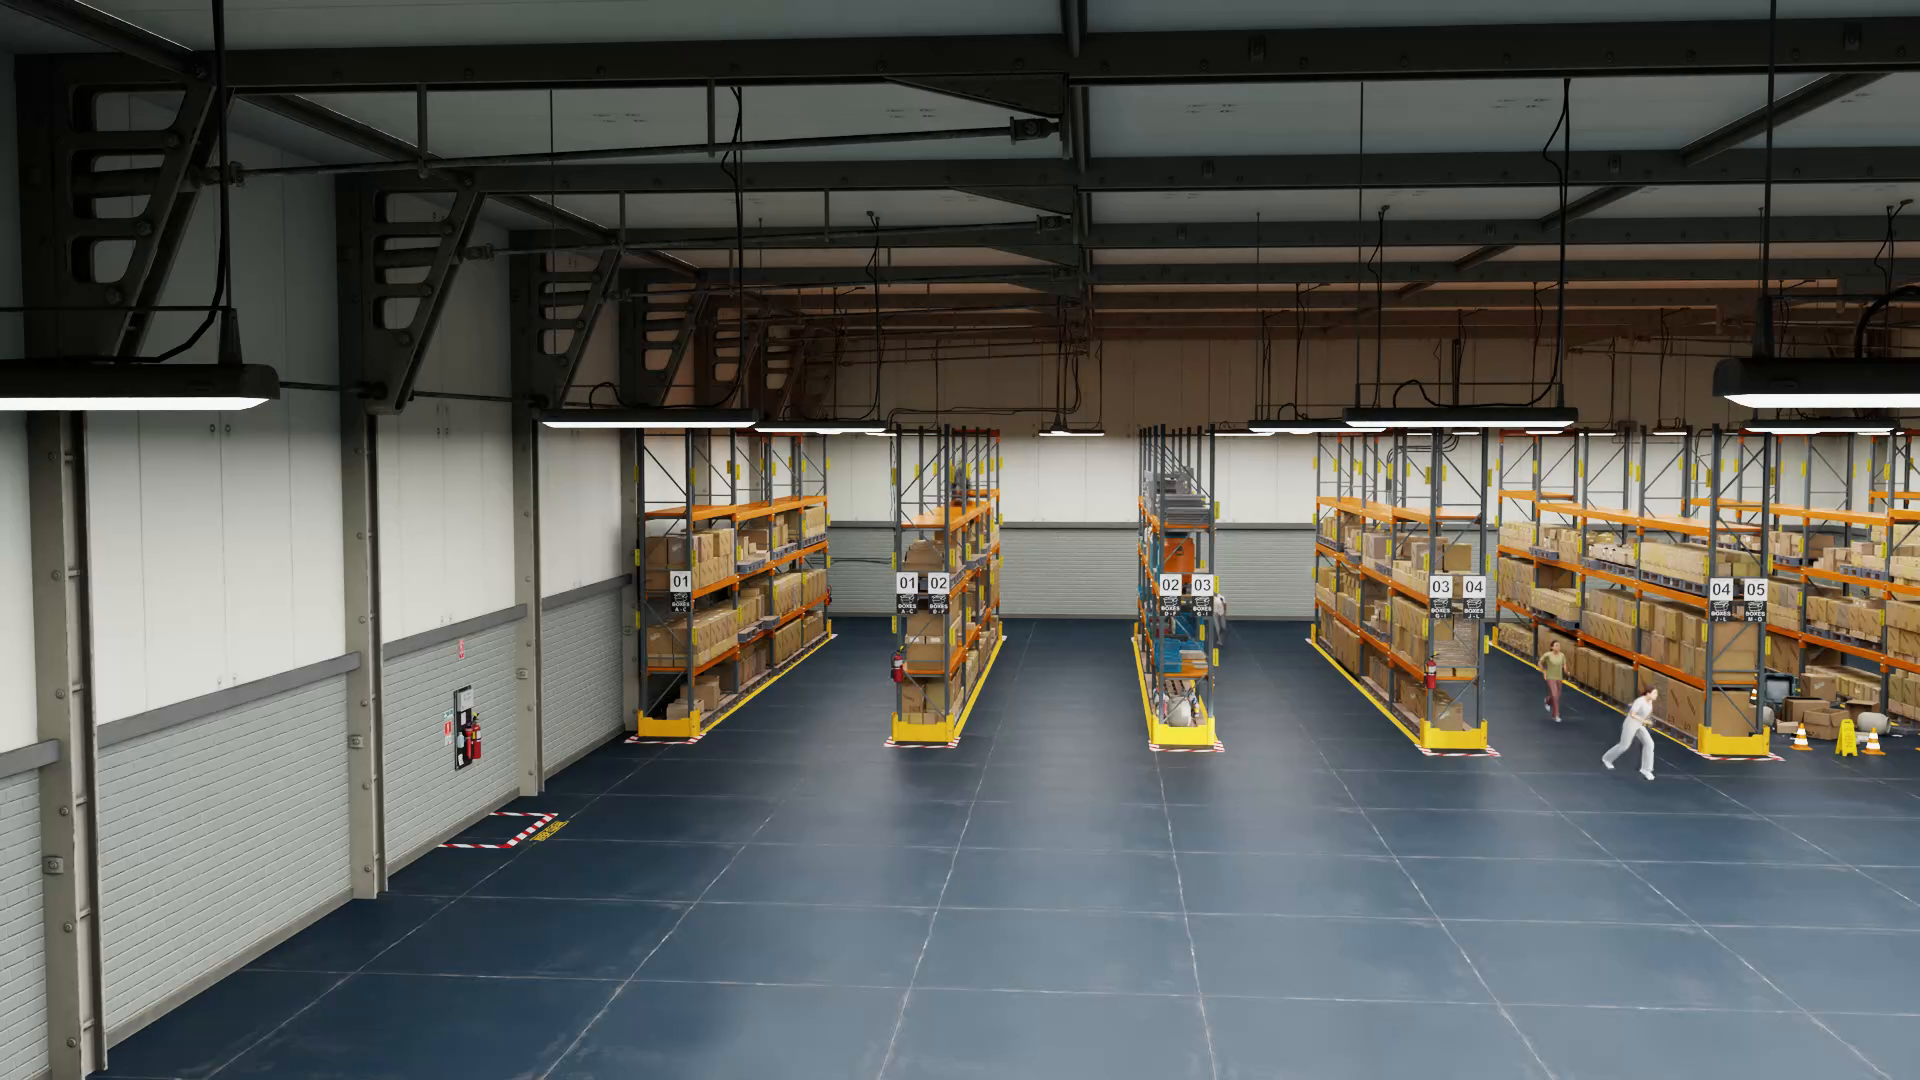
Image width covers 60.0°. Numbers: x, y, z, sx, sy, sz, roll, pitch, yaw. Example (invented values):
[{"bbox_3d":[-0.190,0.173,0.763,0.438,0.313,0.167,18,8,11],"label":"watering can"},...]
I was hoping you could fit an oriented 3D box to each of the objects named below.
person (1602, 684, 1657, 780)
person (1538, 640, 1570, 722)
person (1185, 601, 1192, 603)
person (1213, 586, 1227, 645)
[{"bbox_3d":[11.402,3.237,28.284,0.605,1.607,0.966,-3,5,-42],"label":"person"},{"bbox_3d":[12.101,2.846,33.991,0.560,1.650,0.808,0,3,-6],"label":"person"},{"bbox_3d":[6.524,1.971,47.799,0.737,1.723,0.705,-3,5,-44],"label":"person"},{"bbox_3d":[7.153,2.090,46.236,0.610,1.651,0.506,-1,4,-8],"label":"person"}]
